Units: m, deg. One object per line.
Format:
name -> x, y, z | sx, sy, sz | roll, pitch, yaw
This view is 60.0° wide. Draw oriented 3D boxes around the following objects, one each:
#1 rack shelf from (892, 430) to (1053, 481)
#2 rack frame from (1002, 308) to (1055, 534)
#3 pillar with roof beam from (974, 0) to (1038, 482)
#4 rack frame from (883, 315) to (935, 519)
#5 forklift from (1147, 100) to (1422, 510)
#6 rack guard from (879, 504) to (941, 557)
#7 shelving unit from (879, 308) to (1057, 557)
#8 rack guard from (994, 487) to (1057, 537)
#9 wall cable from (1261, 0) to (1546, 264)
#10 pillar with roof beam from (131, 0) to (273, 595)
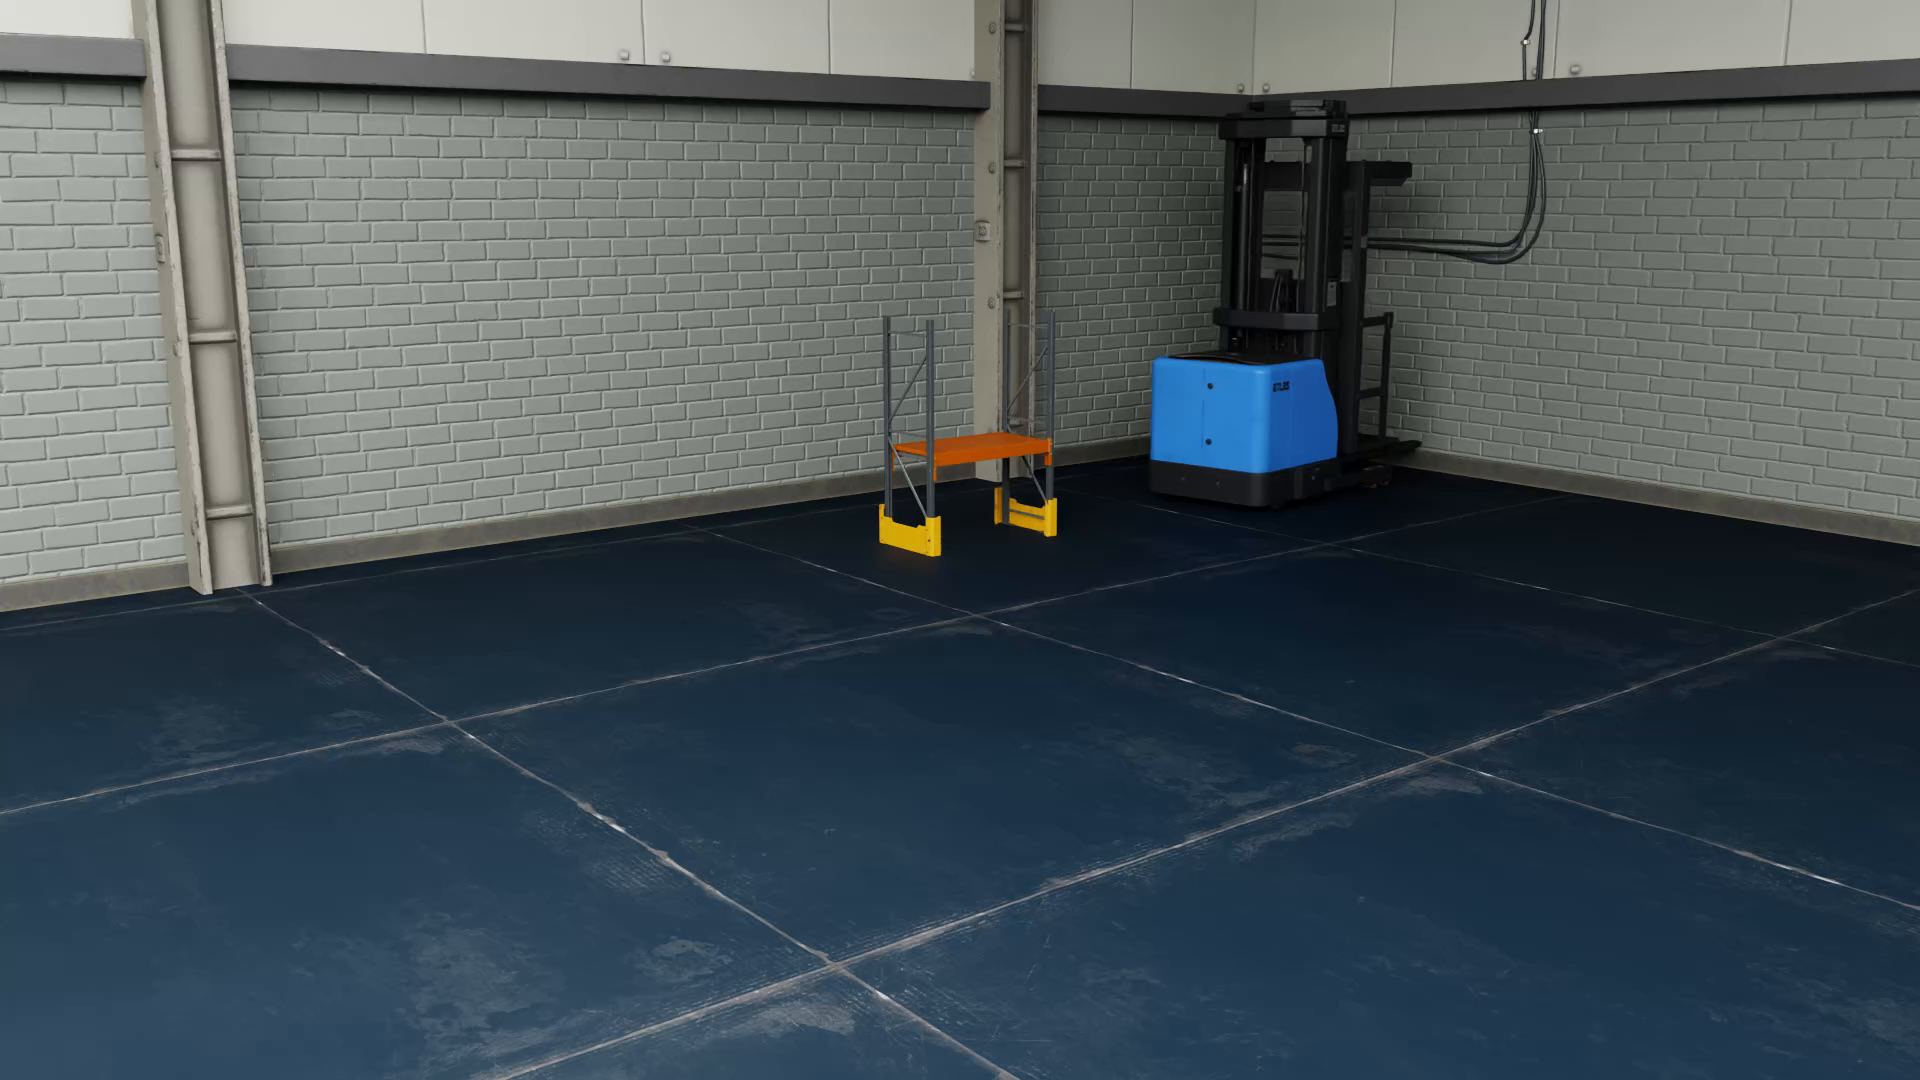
rack shelf -> 0.067, -0.569, 11.062 | 1.000, 0.185, 0.538 | -9, 15, -38
rack frame -> 0.464, -0.811, 11.336 | 0.032, 1.500, 0.500 | -9, 15, -38
pillar with roof beam -> 3.046, -4.216, 9.317 | 0.400, 9.000, 9.100 | -9, 15, -38
rack frame -> -0.330, -0.679, 10.714 | 0.032, 1.500, 0.500 | -9, 15, -38
forklift -> 2.780, -1.897, 13.006 | 1.130, 2.935, 3.031 | 11, 16, 41
rack guard -> -0.329, -0.068, 10.845 | 0.087, 0.250, 0.587 | -9, 15, -38
shelving unit -> 0.060, -0.744, 11.020 | 1.083, 1.500, 0.587 | -9, 15, -38
rack guard -> 0.448, -0.197, 11.454 | 0.087, 0.250, 0.587 | -9, 15, -38
wall cable -> 3.483, -3.563, 13.718 | 0.112, 2.526, 3.097 | -9, 15, -38
pillar with roof beam -> -1.639, -3.437, 5.651 | 0.400, 9.000, 9.100 | -9, 15, -38
